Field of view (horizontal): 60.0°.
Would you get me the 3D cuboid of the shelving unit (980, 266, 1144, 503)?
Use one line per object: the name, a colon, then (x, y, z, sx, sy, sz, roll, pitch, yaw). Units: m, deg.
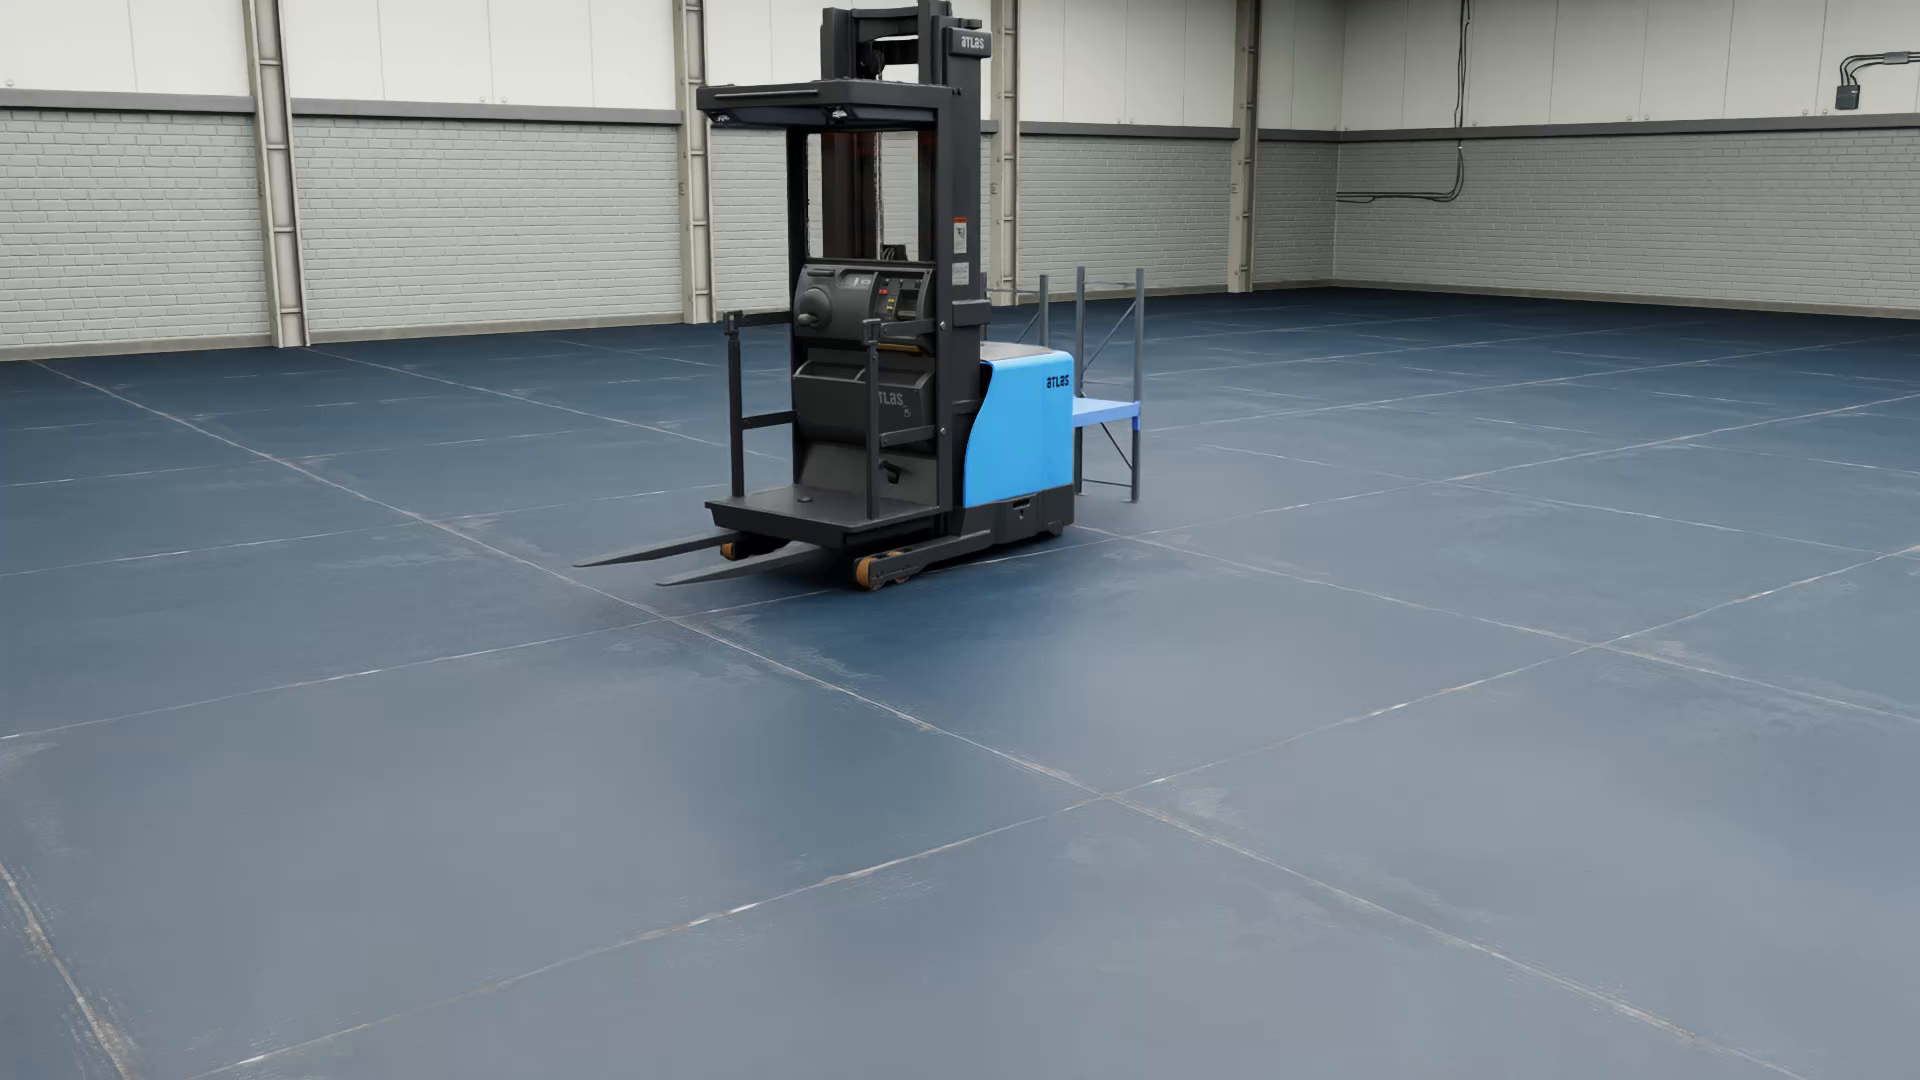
shelving unit: (0.636, -0.926, 10.379, 0.538, 1.500, 1.048, 10, 15, 38)

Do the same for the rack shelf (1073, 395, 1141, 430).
rack shelf: (0.636, -0.750, 10.416, 0.538, 0.185, 1.000, 10, 15, 38)

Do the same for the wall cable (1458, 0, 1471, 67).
wall cable: (10.263, -9.917, 29.985, 0.112, 2.526, 3.097, -9, 15, -38)

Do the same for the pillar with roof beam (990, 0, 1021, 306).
pillar with roof beam: (3.451, -7.760, 24.508, 0.400, 9.000, 9.100, -9, 15, -38)

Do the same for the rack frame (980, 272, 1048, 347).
rack frame: (0.313, -0.844, 9.994, 0.500, 1.500, 0.032, 10, 15, 38)

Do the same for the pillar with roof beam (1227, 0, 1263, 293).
pillar with roof beam: (8.136, -8.538, 28.175, 0.400, 9.000, 9.100, -9, 15, -38)

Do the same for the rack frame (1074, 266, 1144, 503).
rack frame: (0.958, -1.008, 10.763, 0.500, 1.500, 0.032, 10, 15, 38)

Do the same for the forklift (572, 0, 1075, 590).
forklift: (-0.653, -1.298, 8.683, 1.130, 2.935, 3.031, 10, 15, 38)

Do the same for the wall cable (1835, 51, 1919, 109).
wall cable: (14.491, -9.526, 24.639, 0.169, 6.003, 2.305, -9, 15, -38)

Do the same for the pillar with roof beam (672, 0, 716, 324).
pillar with roof beam: (-1.235, -6.981, 20.842, 0.400, 9.000, 9.100, -9, 15, -38)

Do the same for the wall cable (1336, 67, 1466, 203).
wall cable: (8.573, -7.886, 32.576, 0.112, 2.526, 3.097, -9, 15, -38)

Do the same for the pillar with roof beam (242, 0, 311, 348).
pillar with roof beam: (-5.920, -6.203, 17.175, 0.400, 9.000, 9.100, -9, 15, -38)
